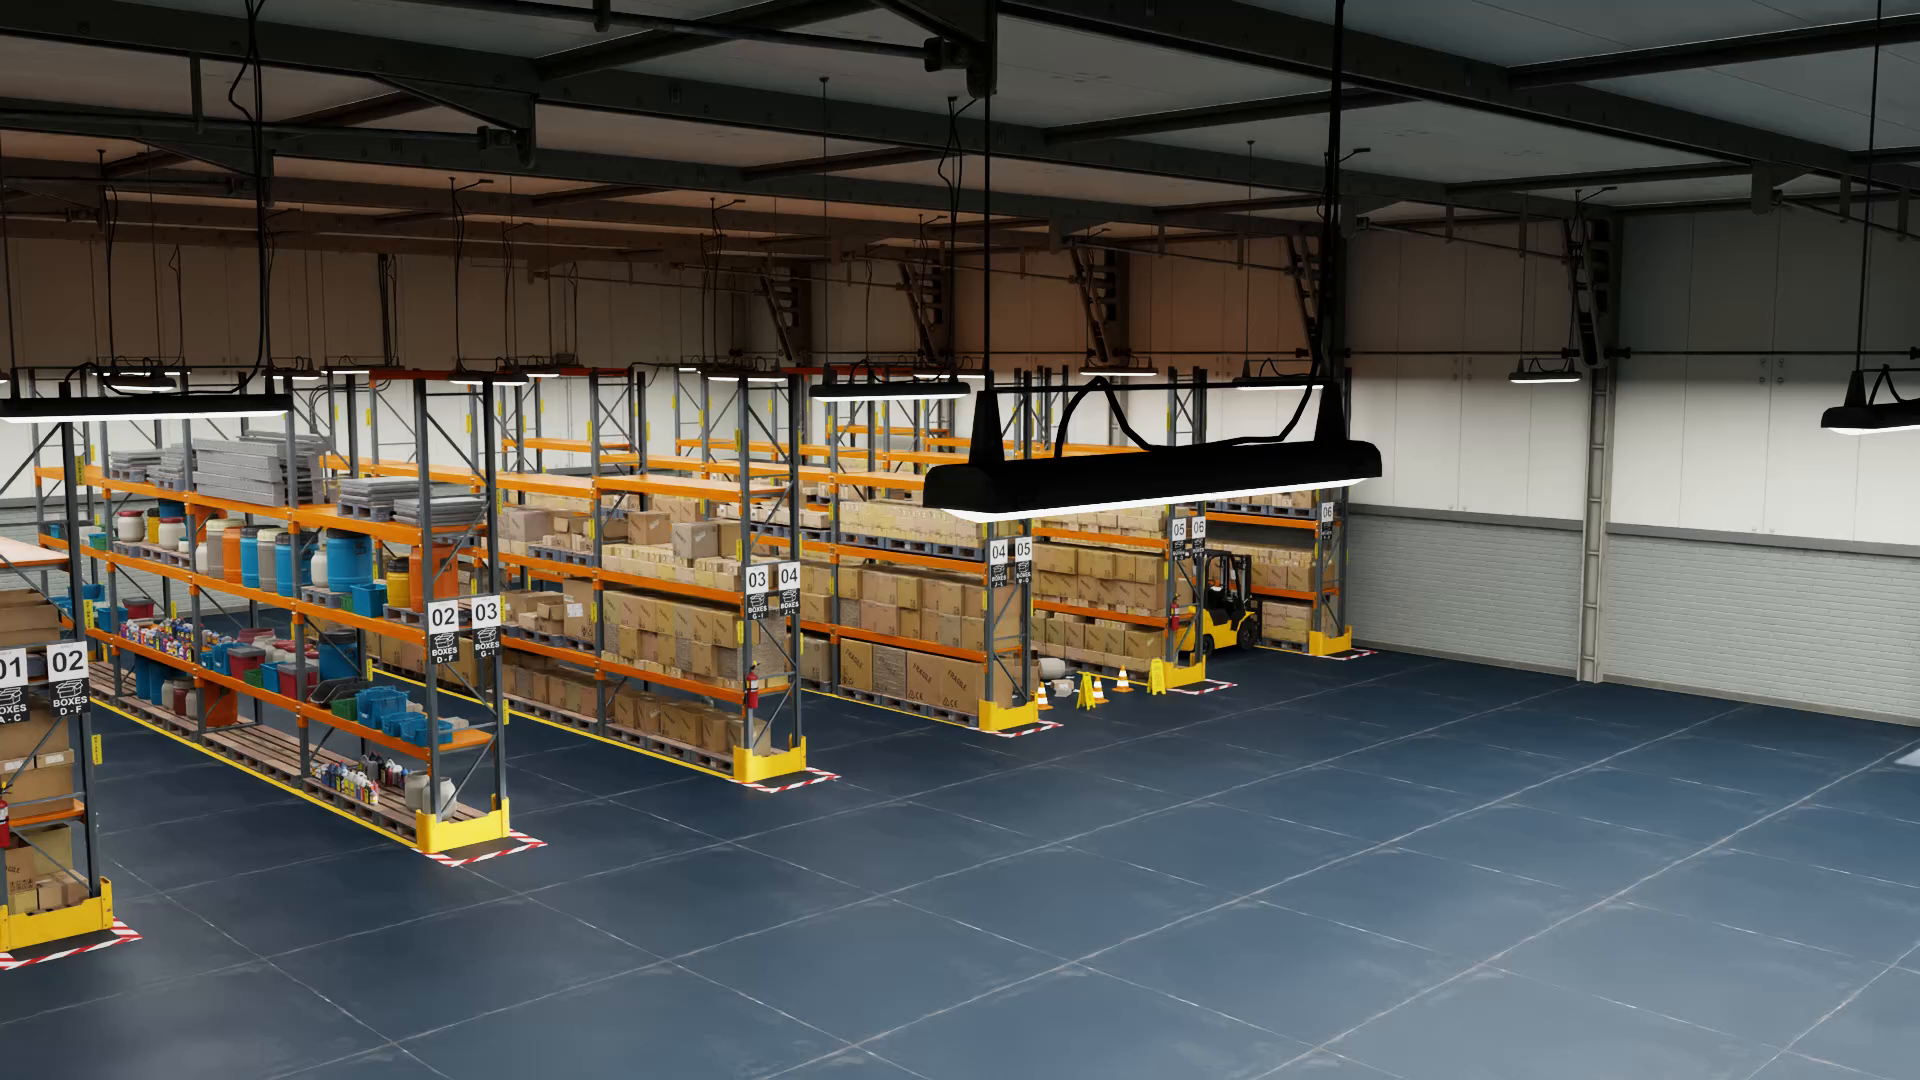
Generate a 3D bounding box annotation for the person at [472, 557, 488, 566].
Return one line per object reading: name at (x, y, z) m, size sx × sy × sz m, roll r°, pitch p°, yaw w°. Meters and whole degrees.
person at (-11.507, 0.979, 40.047) m, size 0.593 × 1.672 × 0.812 m, roll 3°, pitch 7°, yaw 22°

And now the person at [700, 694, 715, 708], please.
person at (-4.350, 2.186, 28.964) m, size 0.728 × 1.775 × 0.589 m, roll 4°, pitch 8°, yaw 34°
